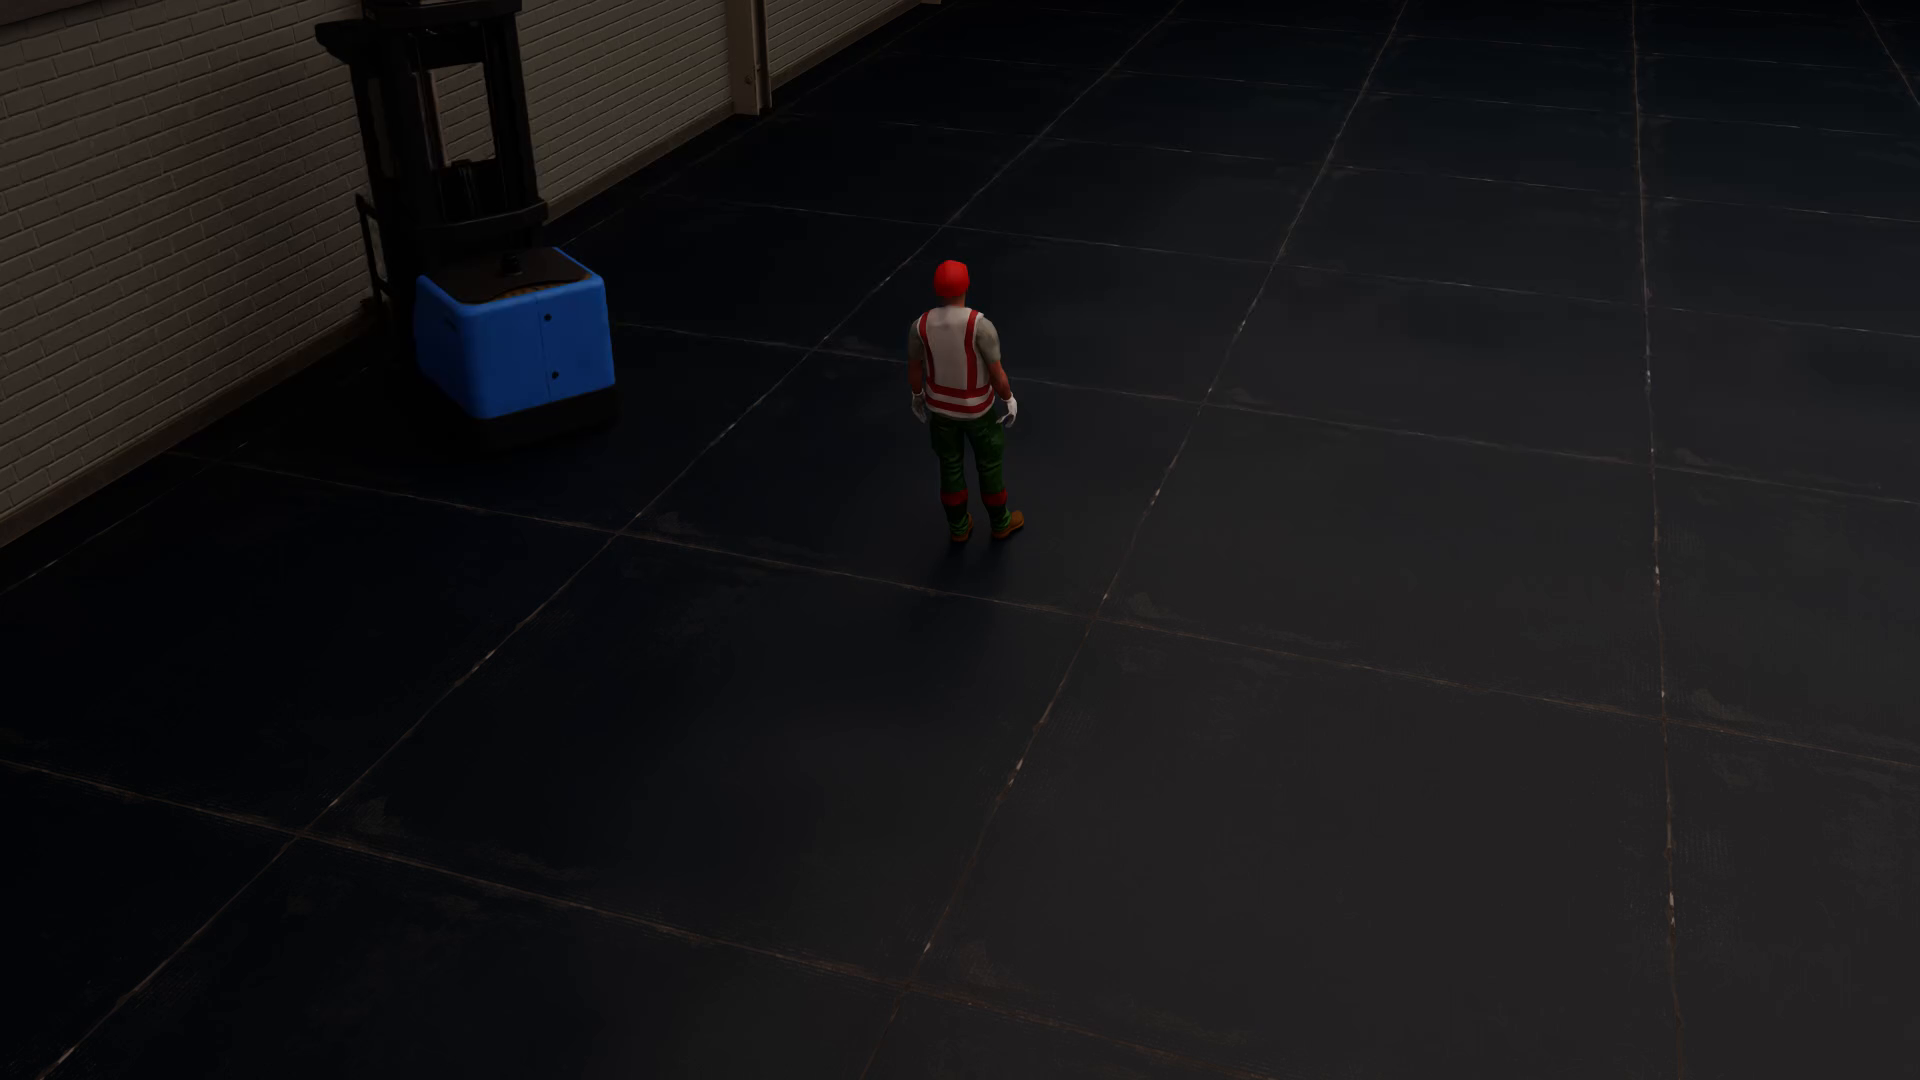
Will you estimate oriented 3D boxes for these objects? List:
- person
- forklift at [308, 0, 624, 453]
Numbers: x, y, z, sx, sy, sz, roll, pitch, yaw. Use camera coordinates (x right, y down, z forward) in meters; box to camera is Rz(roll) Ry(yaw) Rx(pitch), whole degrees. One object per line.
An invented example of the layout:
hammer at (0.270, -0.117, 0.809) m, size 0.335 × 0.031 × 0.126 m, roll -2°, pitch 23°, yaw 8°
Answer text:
person at (0.038, -0.819, 9.711) m, size 0.637 × 1.787 × 0.564 m, roll 10°, pitch 31°, yaw 16°
forklift at (-3.635, -2.512, 11.543) m, size 1.130 × 2.935 × 3.031 m, roll -22°, pitch 36°, yaw -33°
